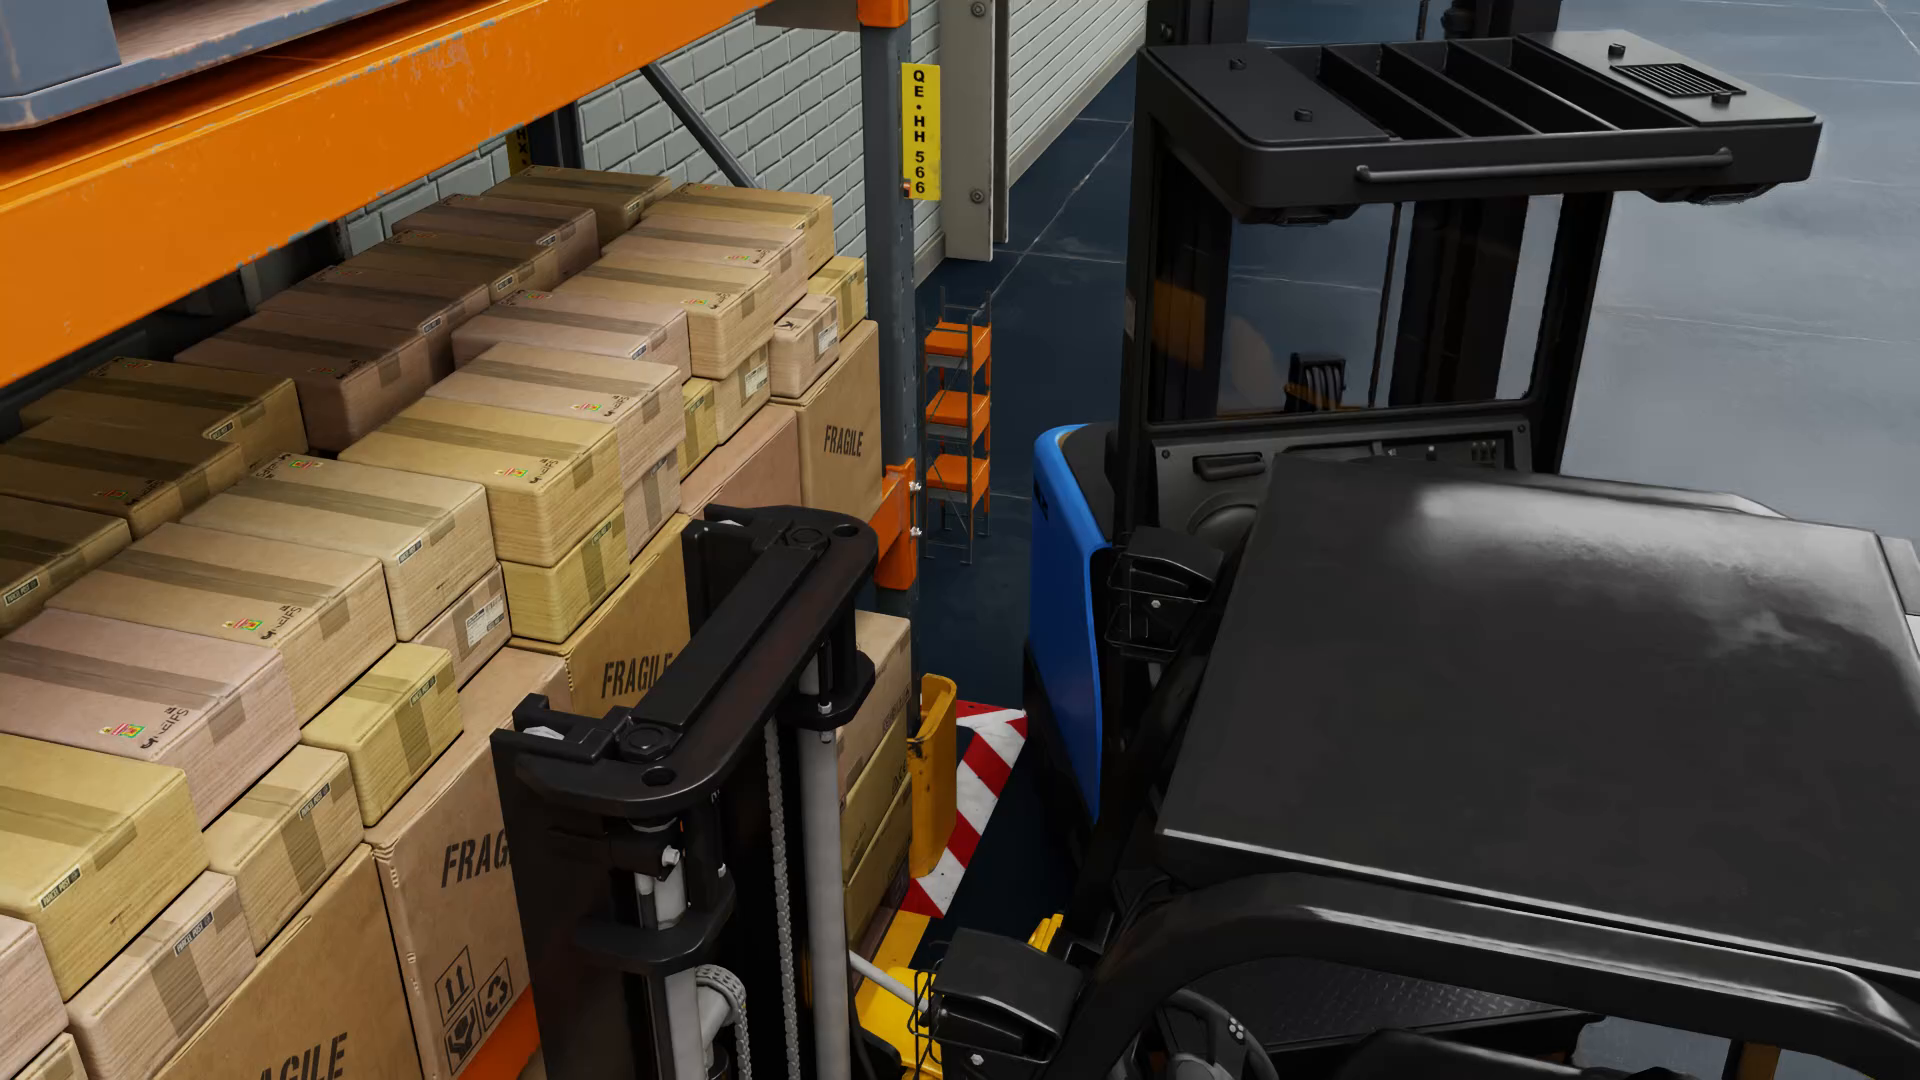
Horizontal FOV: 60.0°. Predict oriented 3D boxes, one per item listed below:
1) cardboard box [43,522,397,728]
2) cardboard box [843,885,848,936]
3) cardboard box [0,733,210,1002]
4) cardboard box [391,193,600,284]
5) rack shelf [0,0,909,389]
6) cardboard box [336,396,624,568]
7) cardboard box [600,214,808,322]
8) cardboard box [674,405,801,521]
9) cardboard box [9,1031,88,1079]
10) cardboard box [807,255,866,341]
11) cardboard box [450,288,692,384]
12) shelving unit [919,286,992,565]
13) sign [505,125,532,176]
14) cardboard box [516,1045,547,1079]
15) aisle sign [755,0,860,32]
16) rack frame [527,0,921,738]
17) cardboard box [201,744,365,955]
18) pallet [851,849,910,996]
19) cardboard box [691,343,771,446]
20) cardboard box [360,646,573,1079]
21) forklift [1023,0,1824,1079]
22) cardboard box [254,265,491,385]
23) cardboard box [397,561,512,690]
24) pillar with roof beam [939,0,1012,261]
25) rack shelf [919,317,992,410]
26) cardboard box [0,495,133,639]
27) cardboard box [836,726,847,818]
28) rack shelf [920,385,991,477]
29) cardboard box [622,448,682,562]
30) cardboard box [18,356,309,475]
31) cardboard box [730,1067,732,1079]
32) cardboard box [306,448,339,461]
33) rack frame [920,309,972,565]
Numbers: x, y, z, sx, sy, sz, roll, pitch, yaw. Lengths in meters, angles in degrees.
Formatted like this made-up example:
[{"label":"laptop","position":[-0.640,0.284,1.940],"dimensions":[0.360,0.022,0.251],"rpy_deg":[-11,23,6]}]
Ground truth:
[{"label":"cardboard box","position":[-1.049,0.119,2.375],"dimensions":[0.380,0.149,0.250],"rpy_deg":[9,30,15]},{"label":"cardboard box","position":[-0.601,1.062,4.151],"dimensions":[0.500,0.250,0.500],"rpy_deg":[8,30,15]},{"label":"cardboard box","position":[-1.126,0.364,1.935],"dimensions":[0.380,0.149,0.250],"rpy_deg":[8,30,14]},{"label":"cardboard box","position":[-1.051,-0.666,3.785],"dimensions":[0.380,0.149,0.250],"rpy_deg":[10,30,17]},{"label":"rack shelf","position":[-1.197,-0.516,2.246],"dimensions":[1.077,0.370,4.000],"rpy_deg":[8,30,15]},{"label":"cardboard box","position":[-0.793,-0.102,2.772],"dimensions":[0.380,0.149,0.250],"rpy_deg":[9,30,16]},{"label":"cardboard box","position":[-0.557,-0.590,3.650],"dimensions":[0.380,0.149,0.250],"rpy_deg":[9,30,15]},{"label":"cardboard box","position":[-0.665,0.013,3.537],"dimensions":[0.500,0.500,0.500],"rpy_deg":[9,30,16]},{"label":"cardboard box","position":[-1.172,0.623,1.775],"dimensions":[0.380,0.149,0.250],"rpy_deg":[9,30,16]},{"label":"cardboard box","position":[-0.444,-0.575,3.928],"dimensions":[0.380,0.149,0.250],"rpy_deg":[9,30,16]},{"label":"cardboard box","position":[-0.752,-0.360,3.235],"dimensions":[0.380,0.149,0.250],"rpy_deg":[9,30,15]},{"label":"shelving unit","position":[-0.016,-0.434,6.450],"dimensions":[0.215,1.050,0.252],"rpy_deg":[8,30,15]},{"label":"sign","position":[-1.139,-0.944,4.389],"dimensions":[0.100,0.325,0.005],"rpy_deg":[8,30,15]},{"label":"cardboard box","position":[-0.886,1.099,3.056],"dimensions":[0.500,0.250,0.500],"rpy_deg":[8,30,14]},{"label":"aisle sign","position":[-0.310,-1.573,3.819],"dimensions":[0.394,0.787,0.004],"rpy_deg":[8,30,15]},{"label":"rack frame","position":[-0.610,-0.449,4.471],"dimensions":[1.000,3.000,0.127],"rpy_deg":[8,30,15]},{"label":"cardboard box","position":[-1.036,0.382,2.208],"dimensions":[0.380,0.149,0.250],"rpy_deg":[8,30,13]},{"label":"pallet","position":[-0.795,1.131,4.499],"dimensions":[1.003,0.211,1.213],"rpy_deg":[8,30,15]},{"label":"cardboard box","position":[-0.625,-0.340,3.505],"dimensions":[0.380,0.149,0.250],"rpy_deg":[9,30,16]},{"label":"cardboard box","position":[-0.952,0.487,2.686],"dimensions":[0.500,0.500,0.500],"rpy_deg":[9,30,15]},{"label":"forklift","position":[0.954,-0.028,3.786],"dimensions":[1.130,2.935,3.031],"rpy_deg":[-4,29,-8]},{"label":"cardboard box","position":[-1.173,-0.426,3.354],"dimensions":[0.380,0.149,0.250],"rpy_deg":[9,30,15]},{"label":"cardboard box","position":[-0.957,0.128,2.664],"dimensions":[0.380,0.149,0.250],"rpy_deg":[8,30,15]},{"label":"pillar with roof beam","position":[4.200,-5.049,6.570],"dimensions":[9.100,9.000,0.400],"rpy_deg":[8,30,15]},{"label":"rack shelf","position":[-0.016,-0.673,6.317],"dimensions":[0.215,0.259,0.240],"rpy_deg":[8,30,15]},{"label":"cardboard box","position":[-1.469,0.058,2.485],"dimensions":[0.380,0.149,0.250],"rpy_deg":[9,30,16]},{"label":"cardboard box","position":[-0.591,0.629,3.902],"dimensions":[0.500,0.250,0.500],"rpy_deg":[9,30,16]},{"label":"rack shelf","position":[-0.016,-0.425,6.455],"dimensions":[0.215,0.259,0.240],"rpy_deg":[8,30,15]},{"label":"cardboard box","position":[-0.742,-0.096,3.066],"dimensions":[0.380,0.149,0.250],"rpy_deg":[8,30,13]},{"label":"cardboard box","position":[-1.398,-0.192,2.933],"dimensions":[0.380,0.149,0.250],"rpy_deg":[8,30,14]},{"label":"cardboard box","position":[-0.743,1.096,3.576],"dimensions":[0.500,0.250,0.500],"rpy_deg":[8,30,14]},{"label":"cardboard box","position":[-1.327,-0.193,3.242],"dimensions":[0.380,0.149,0.250],"rpy_deg":[9,30,15]},{"label":"rack frame","position":[-0.051,-0.377,6.348],"dimensions":[0.200,1.050,0.008],"rpy_deg":[8,30,15]}]
